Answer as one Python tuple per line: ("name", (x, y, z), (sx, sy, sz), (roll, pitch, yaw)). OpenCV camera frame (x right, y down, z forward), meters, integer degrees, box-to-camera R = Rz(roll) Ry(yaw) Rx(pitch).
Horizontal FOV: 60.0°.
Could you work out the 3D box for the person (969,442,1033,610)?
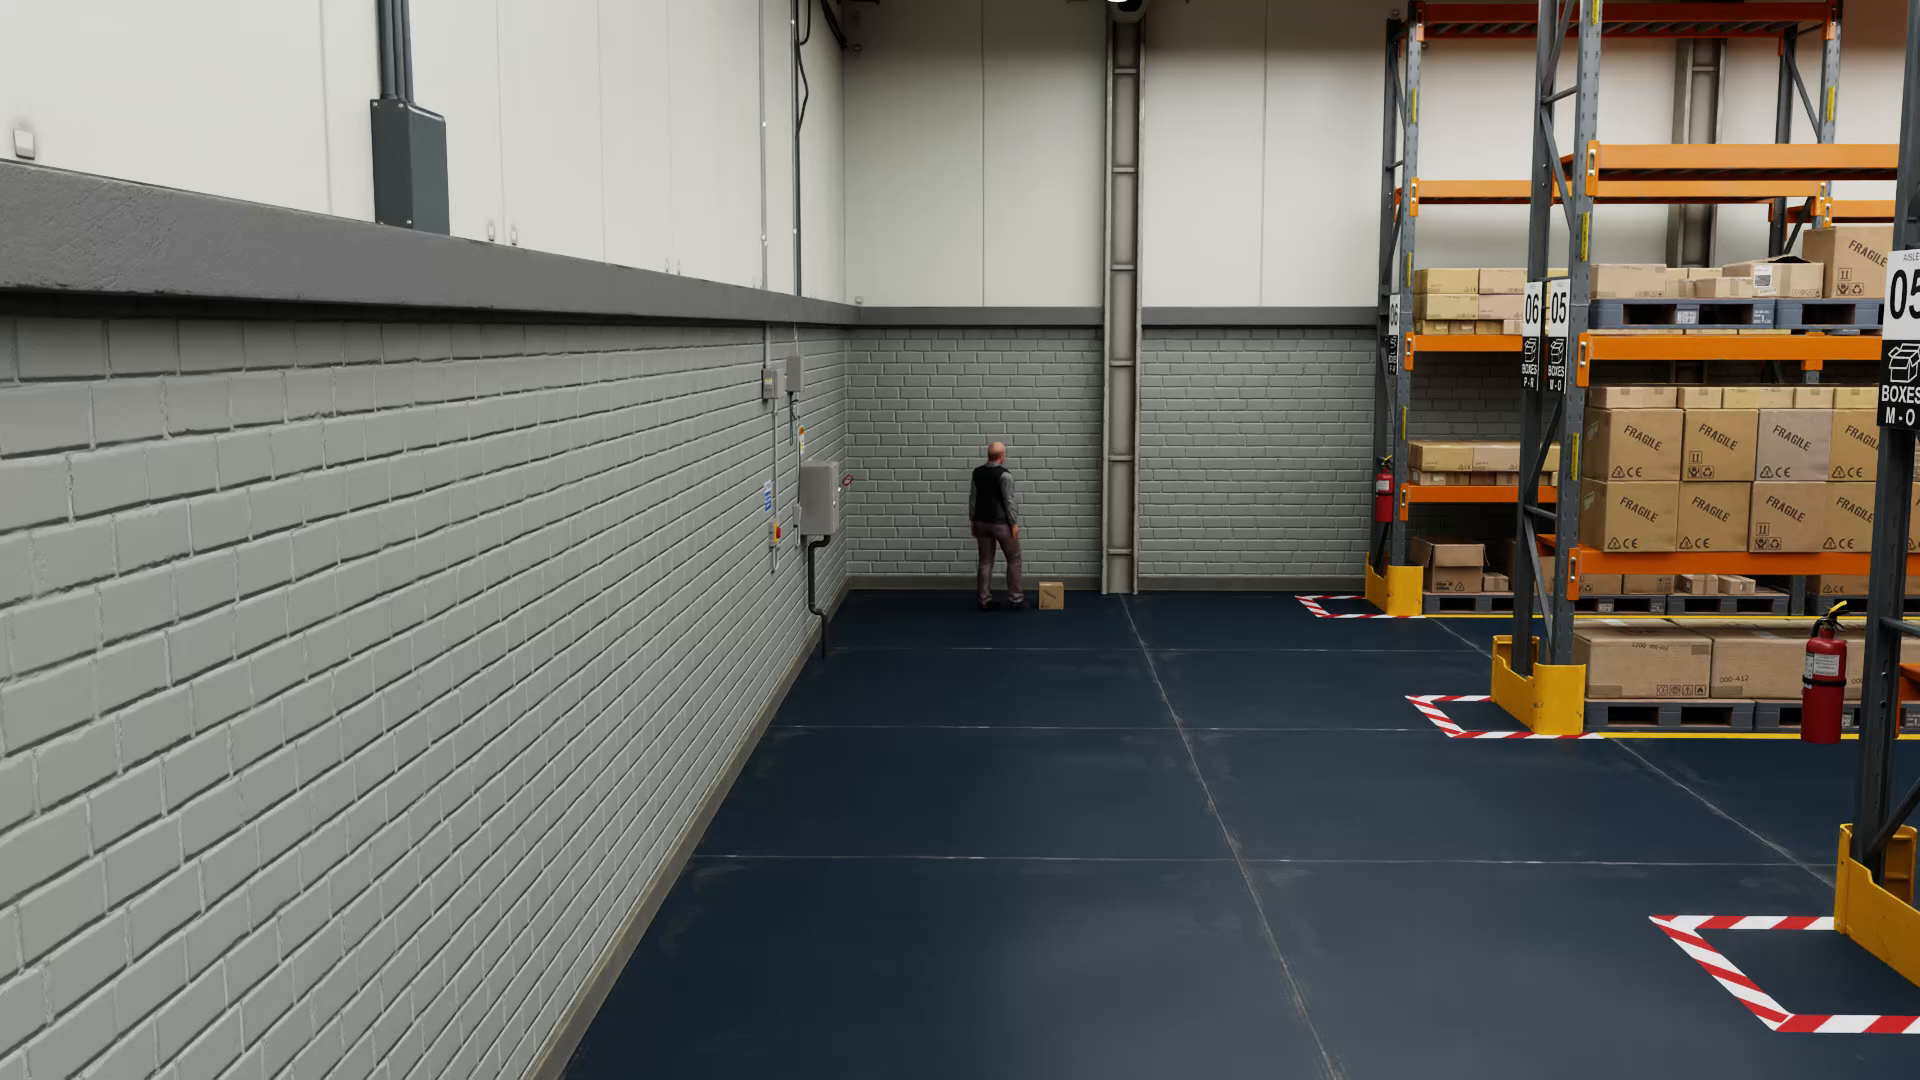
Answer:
("person", (0.410, -0.141, 17.016), (0.565, 1.745, 0.549), (5, 9, 37))
